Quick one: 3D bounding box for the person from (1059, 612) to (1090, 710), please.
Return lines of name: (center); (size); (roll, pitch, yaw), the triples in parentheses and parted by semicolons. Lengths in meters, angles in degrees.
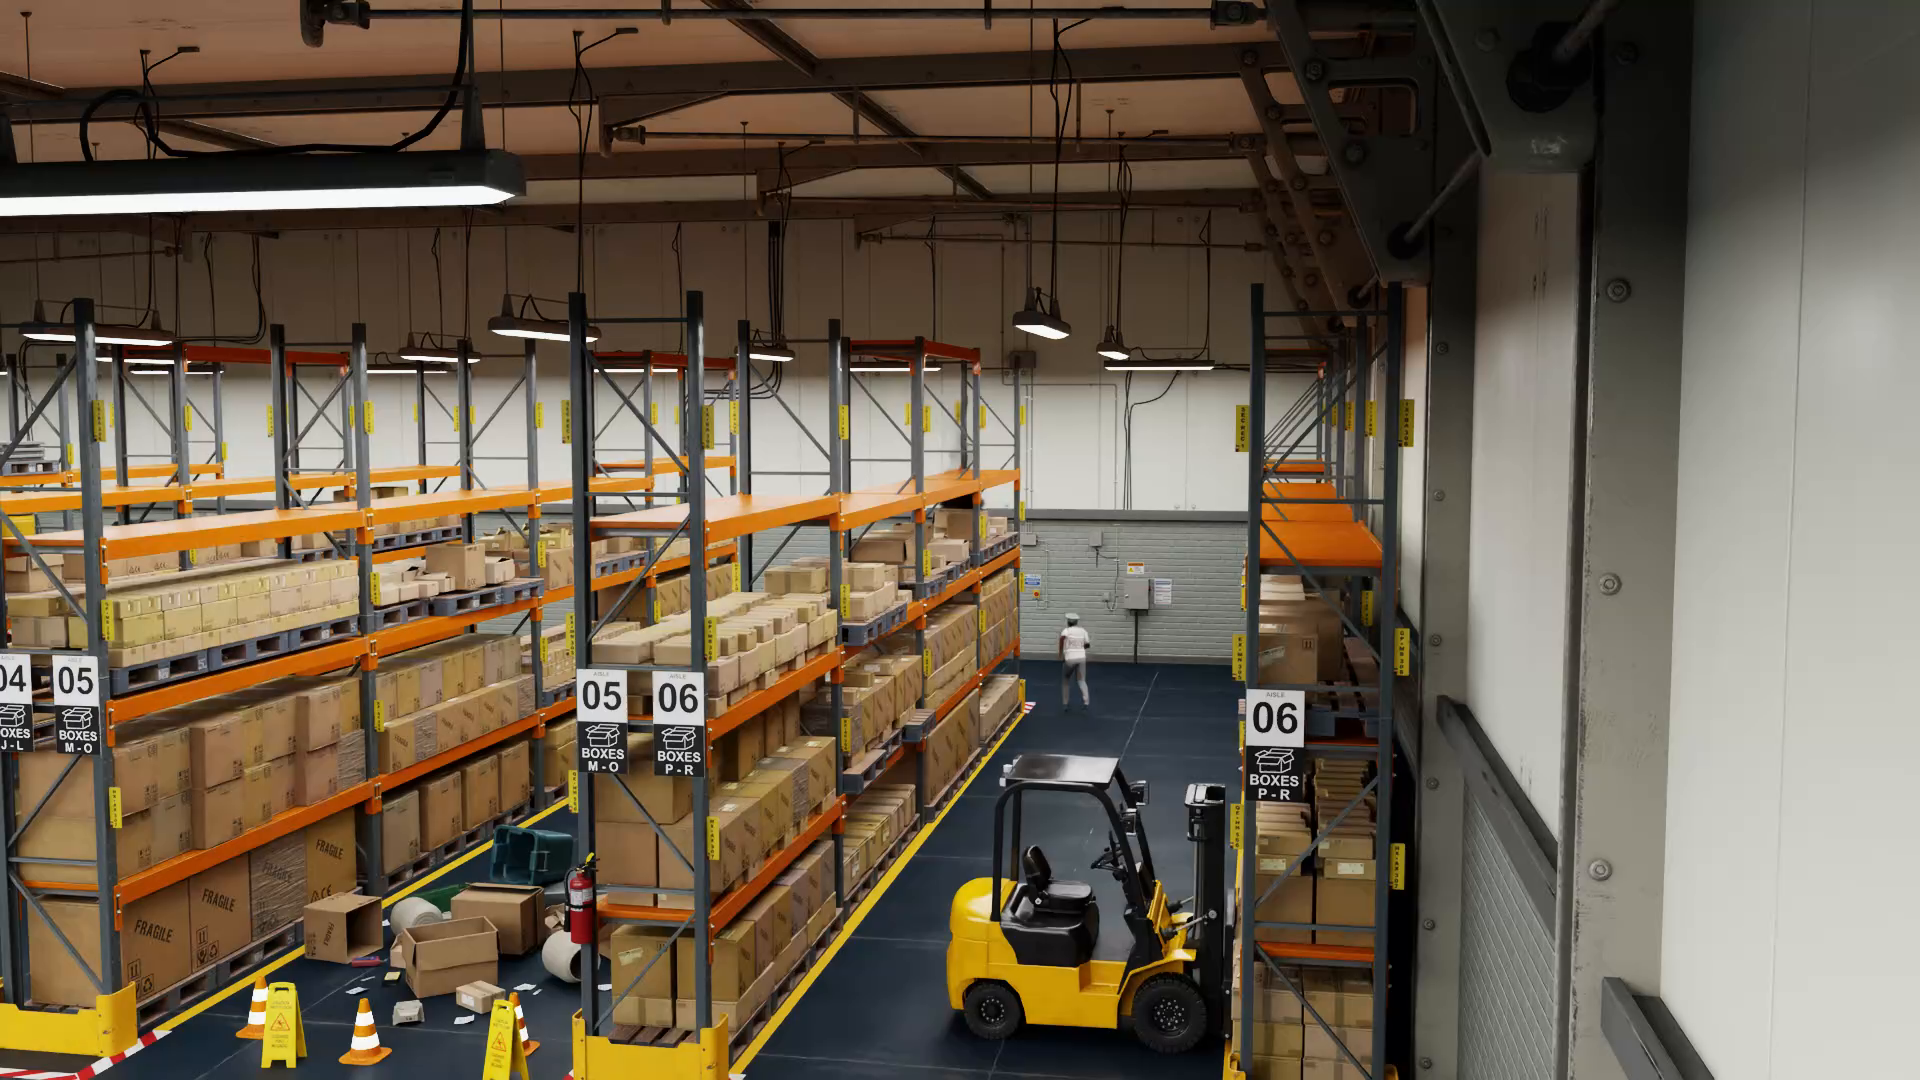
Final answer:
person: (1.954, 2.110, 28.046); (0.620, 1.712, 0.896); (-1, 5, -16)
